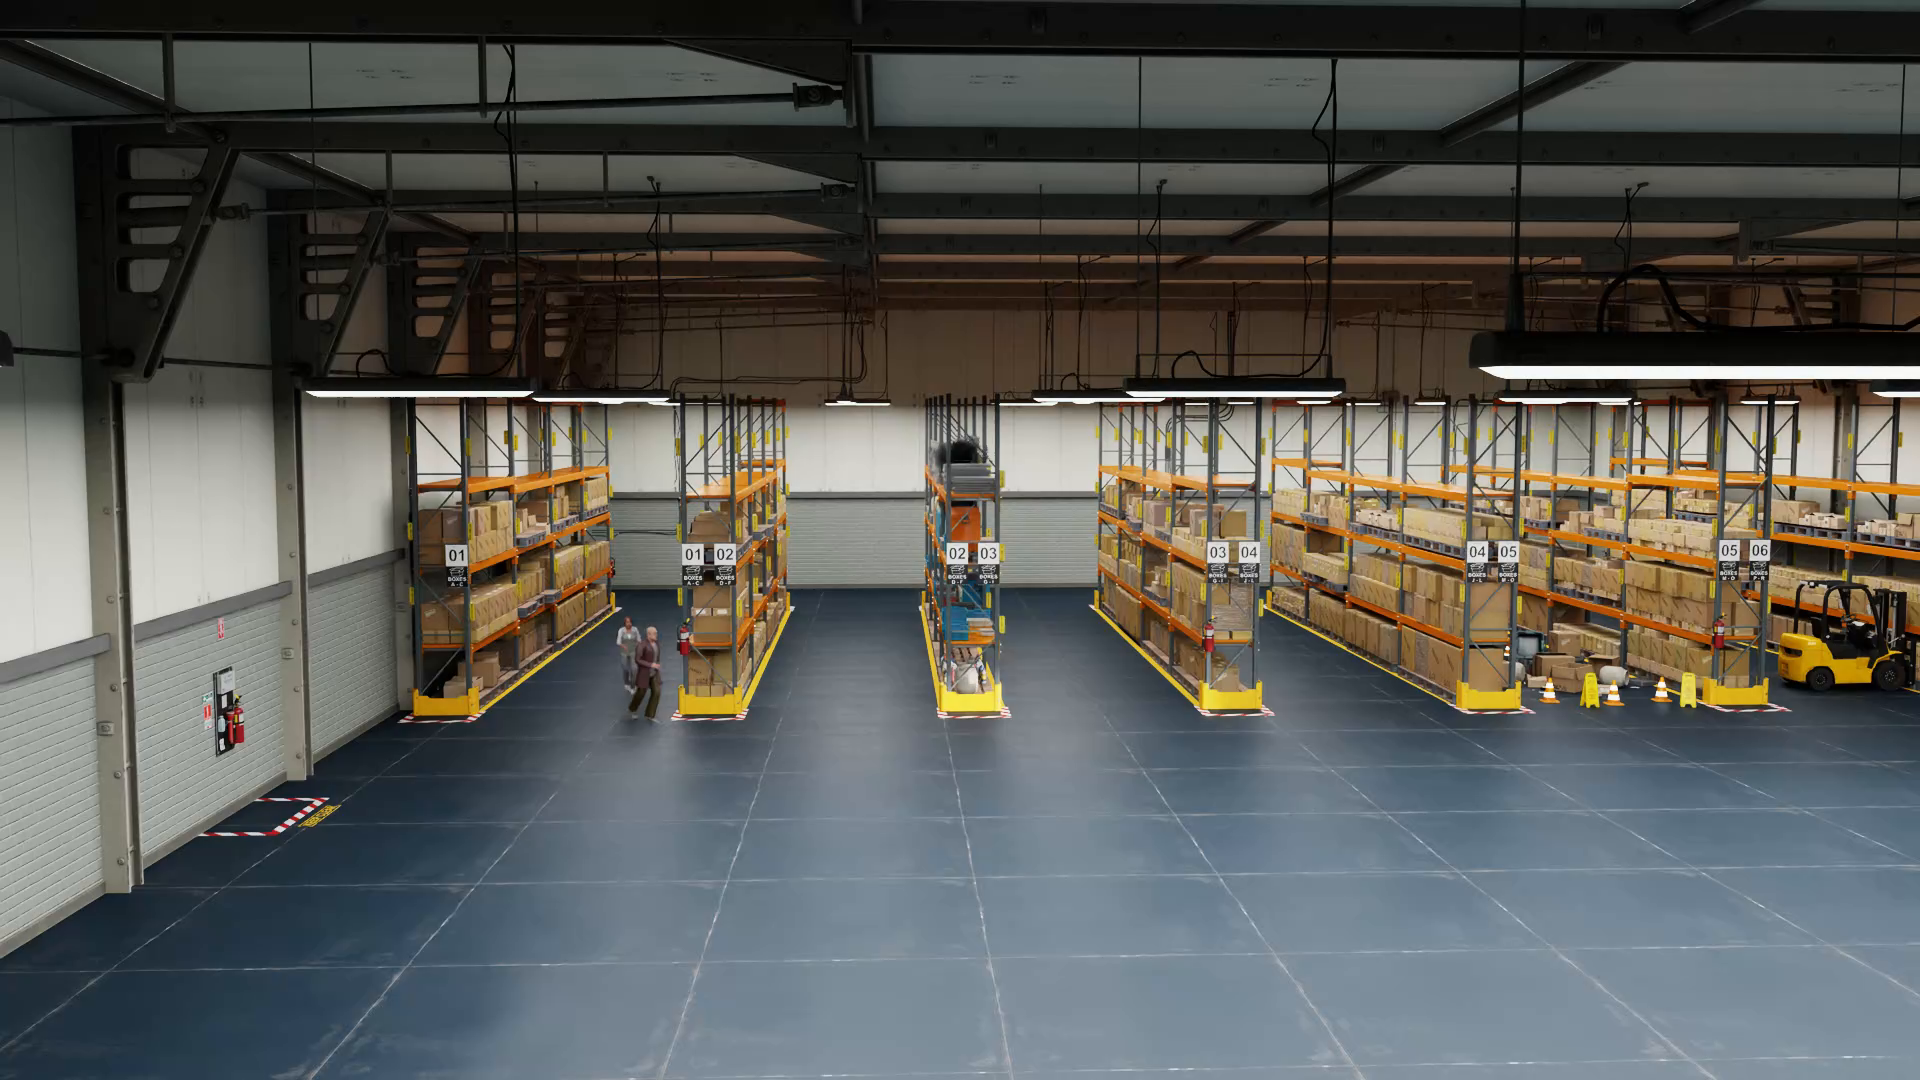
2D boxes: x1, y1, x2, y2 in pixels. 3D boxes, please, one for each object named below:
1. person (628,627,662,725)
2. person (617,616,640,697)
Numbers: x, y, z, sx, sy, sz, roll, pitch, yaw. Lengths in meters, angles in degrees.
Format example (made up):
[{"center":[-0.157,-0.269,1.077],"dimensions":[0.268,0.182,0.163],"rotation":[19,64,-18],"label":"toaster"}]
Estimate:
[{"center":[-5.763,2.504,30.369],"dimensions":[0.880,1.686,0.694],"rotation":[4,6,42],"label":"person"},{"center":[-6.621,2.317,33.247],"dimensions":[0.462,1.621,0.792],"rotation":[-1,5,-10],"label":"person"}]
